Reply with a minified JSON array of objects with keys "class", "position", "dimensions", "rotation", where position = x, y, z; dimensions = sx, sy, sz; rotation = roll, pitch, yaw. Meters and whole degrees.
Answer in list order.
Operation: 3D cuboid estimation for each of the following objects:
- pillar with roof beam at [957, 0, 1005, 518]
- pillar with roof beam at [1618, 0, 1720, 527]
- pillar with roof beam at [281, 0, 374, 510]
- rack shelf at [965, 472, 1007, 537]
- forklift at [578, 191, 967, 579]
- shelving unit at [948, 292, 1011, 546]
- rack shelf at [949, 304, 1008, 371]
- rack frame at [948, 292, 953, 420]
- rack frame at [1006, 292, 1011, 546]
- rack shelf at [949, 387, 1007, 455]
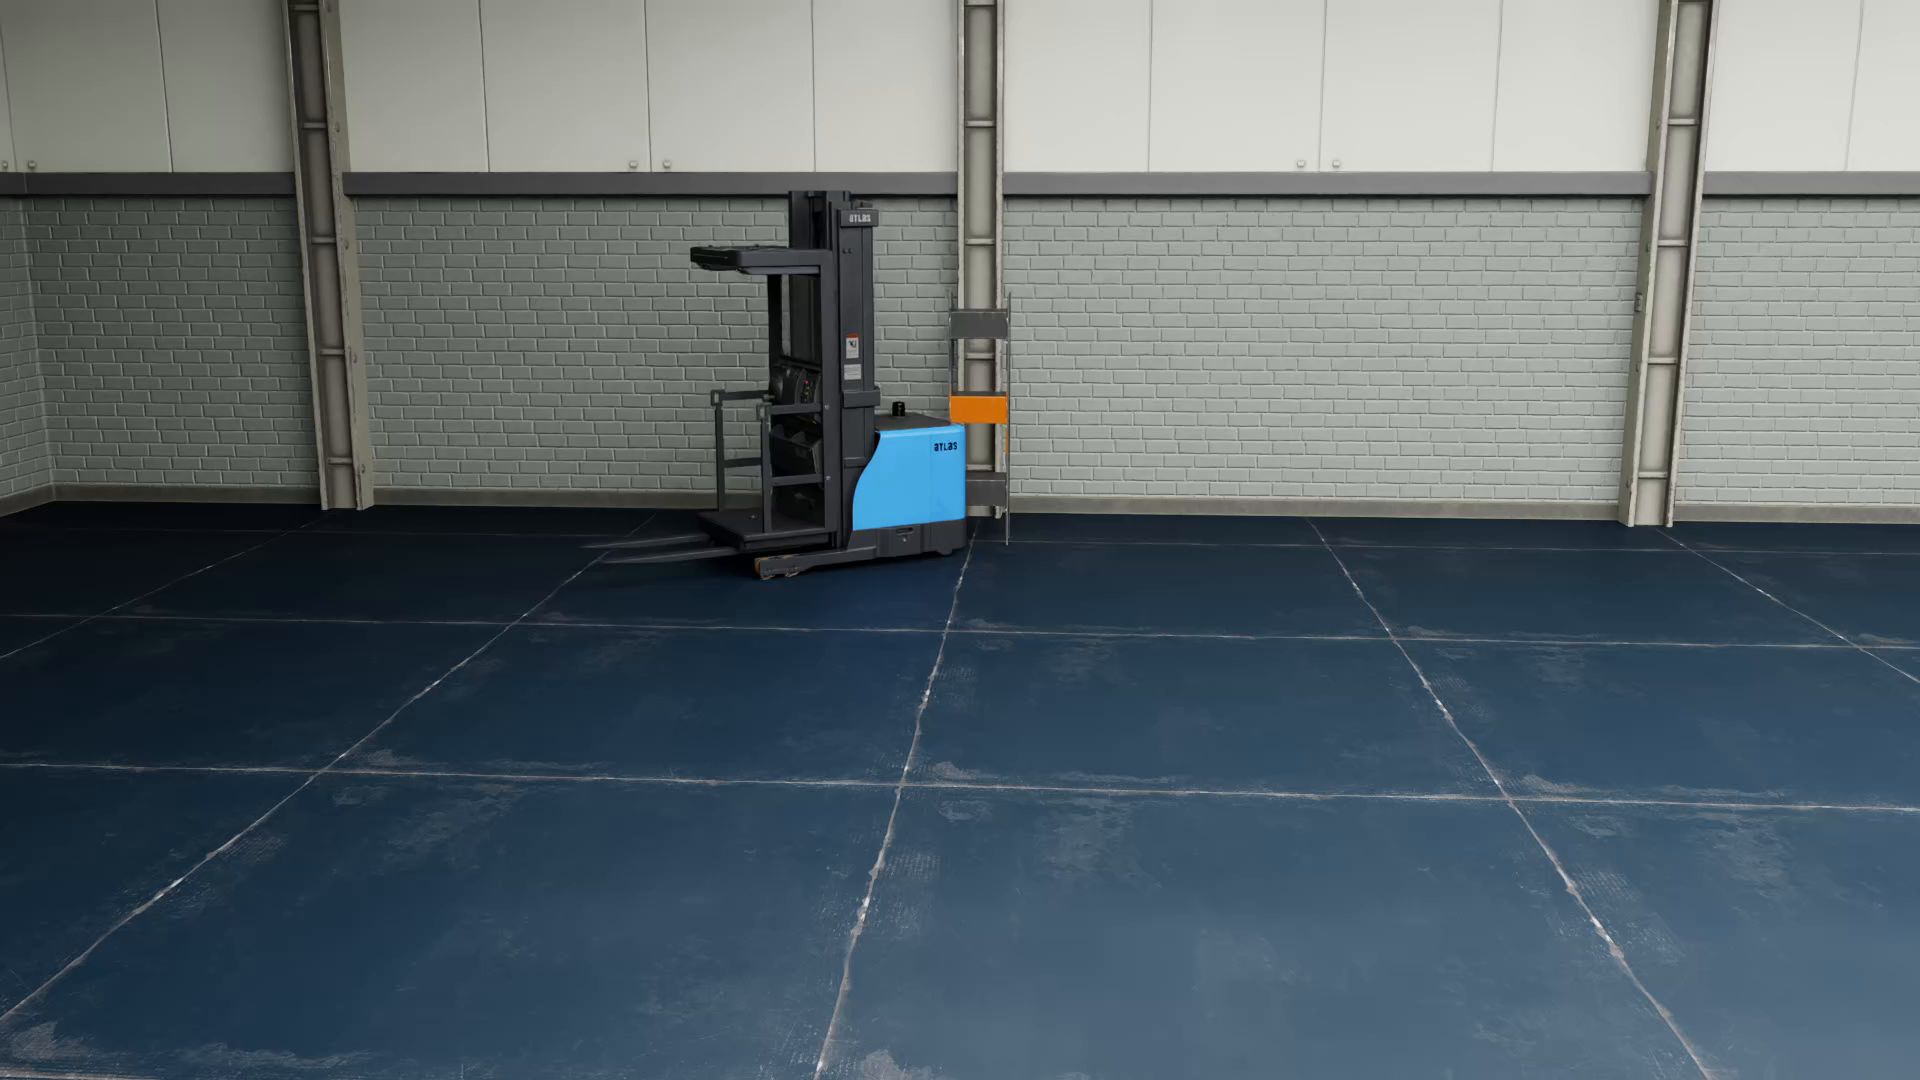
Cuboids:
[{"class":"pillar with roof beam","position":[-0.103,-3.759,10.259],"dimensions":[0.400,9.000,9.100],"rotation":[1,12,4]},{"class":"pillar with roof beam","position":[5.884,-3.677,9.867],"dimensions":[0.400,9.000,9.100],"rotation":[1,12,4]},{"class":"pillar with roof beam","position":[-6.089,-3.841,10.652],"dimensions":[0.400,9.000,9.100],"rotation":[1,12,4]},{"class":"rack shelf","position":[0.165,-0.327,14.188],"dimensions":[0.480,0.518,0.431],"rotation":[1,12,4]},{"class":"forklift","position":[-1.486,-1.254,13.106],"dimensions":[3.031,2.935,1.130],"rotation":[-6,13,-28]},{"class":"shelving unit","position":[0.165,-1.025,14.042],"dimensions":[0.503,2.100,0.431],"rotation":[1,12,4]},{"class":"rack shelf","position":[0.165,-1.697,13.902],"dimensions":[0.480,0.518,0.431],"rotation":[1,12,4]},{"class":"rack frame","position":[-0.078,-1.029,14.058],"dimensions":[0.015,2.100,0.400],"rotation":[1,12,4]},{"class":"rack frame","position":[0.409,-1.022,14.026],"dimensions":[0.015,2.100,0.400],"rotation":[1,12,4]},{"class":"rack shelf","position":[0.165,-1.012,14.045],"dimensions":[0.480,0.518,0.431],"rotation":[1,12,4]}]
